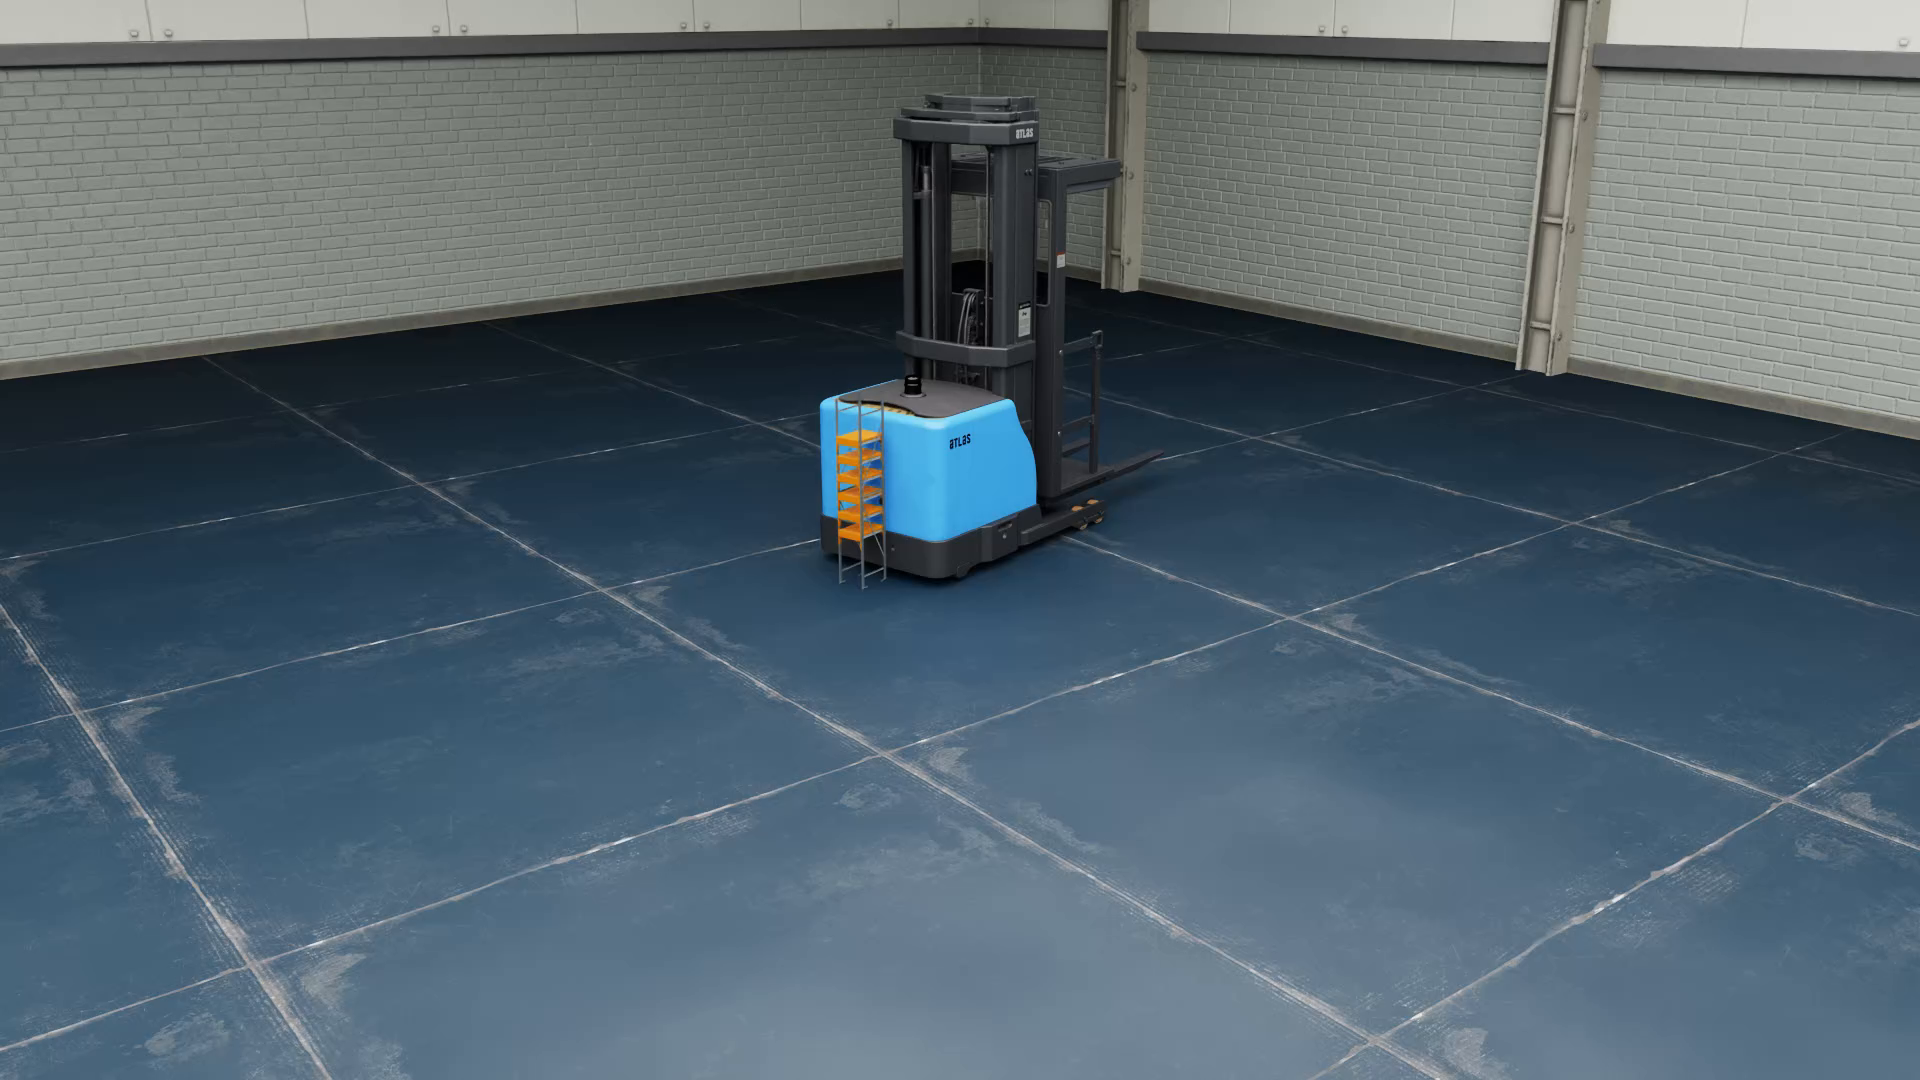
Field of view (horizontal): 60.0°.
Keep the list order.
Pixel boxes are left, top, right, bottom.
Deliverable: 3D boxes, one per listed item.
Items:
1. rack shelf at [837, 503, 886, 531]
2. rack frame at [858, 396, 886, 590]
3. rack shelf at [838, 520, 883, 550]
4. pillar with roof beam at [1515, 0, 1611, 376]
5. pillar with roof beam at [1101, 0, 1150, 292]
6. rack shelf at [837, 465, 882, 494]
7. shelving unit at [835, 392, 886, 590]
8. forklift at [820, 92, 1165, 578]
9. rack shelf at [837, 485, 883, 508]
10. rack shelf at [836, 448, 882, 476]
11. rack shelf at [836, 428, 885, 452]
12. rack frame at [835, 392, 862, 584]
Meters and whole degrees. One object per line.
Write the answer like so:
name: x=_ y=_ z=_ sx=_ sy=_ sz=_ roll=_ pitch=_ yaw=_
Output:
rack shelf: x=-0.616 y=-0.149 z=10.428 sx=0.180 sy=0.103 sz=0.258 roll=13 pitch=22 yaw=34
rack frame: x=-0.542 y=-0.288 z=10.325 sx=0.006 sy=1.200 sz=0.240 roll=13 pitch=22 yaw=34
rack shelf: x=-0.616 y=-0.035 z=10.465 sx=0.180 sy=0.103 sz=0.258 roll=13 pitch=22 yaw=34
pillar with roof beam: x=2.363 y=-5.104 z=12.460 sx=9.100 sy=9.000 sz=0.400 roll=-14 pitch=23 yaw=-36
pillar with roof beam: x=-1.362 y=-6.582 z=16.925 sx=9.100 sy=9.000 sz=0.400 roll=-14 pitch=23 yaw=-36
rack shelf: x=-0.616 y=-0.377 z=10.352 sx=0.180 sy=0.103 sz=0.258 roll=13 pitch=22 yaw=34
shelving unit: x=-0.616 y=-0.305 z=10.376 sx=0.189 sy=1.200 sz=0.258 roll=13 pitch=22 yaw=34
forklift: x=0.380 y=-1.546 z=11.370 sx=1.130 sy=2.935 sz=3.031 roll=14 pitch=23 yaw=35
rack shelf: x=-0.616 y=-0.263 z=10.390 sx=0.180 sy=0.103 sz=0.258 roll=13 pitch=22 yaw=34
rack shelf: x=-0.616 y=-0.491 z=10.315 sx=0.180 sy=0.103 sz=0.258 roll=13 pitch=22 yaw=34
rack shelf: x=-0.616 y=-0.605 z=10.277 sx=0.180 sy=0.103 sz=0.258 roll=13 pitch=22 yaw=34
rack frame: x=-0.690 y=-0.322 z=10.427 sx=0.006 sy=1.200 sz=0.240 roll=13 pitch=22 yaw=34
